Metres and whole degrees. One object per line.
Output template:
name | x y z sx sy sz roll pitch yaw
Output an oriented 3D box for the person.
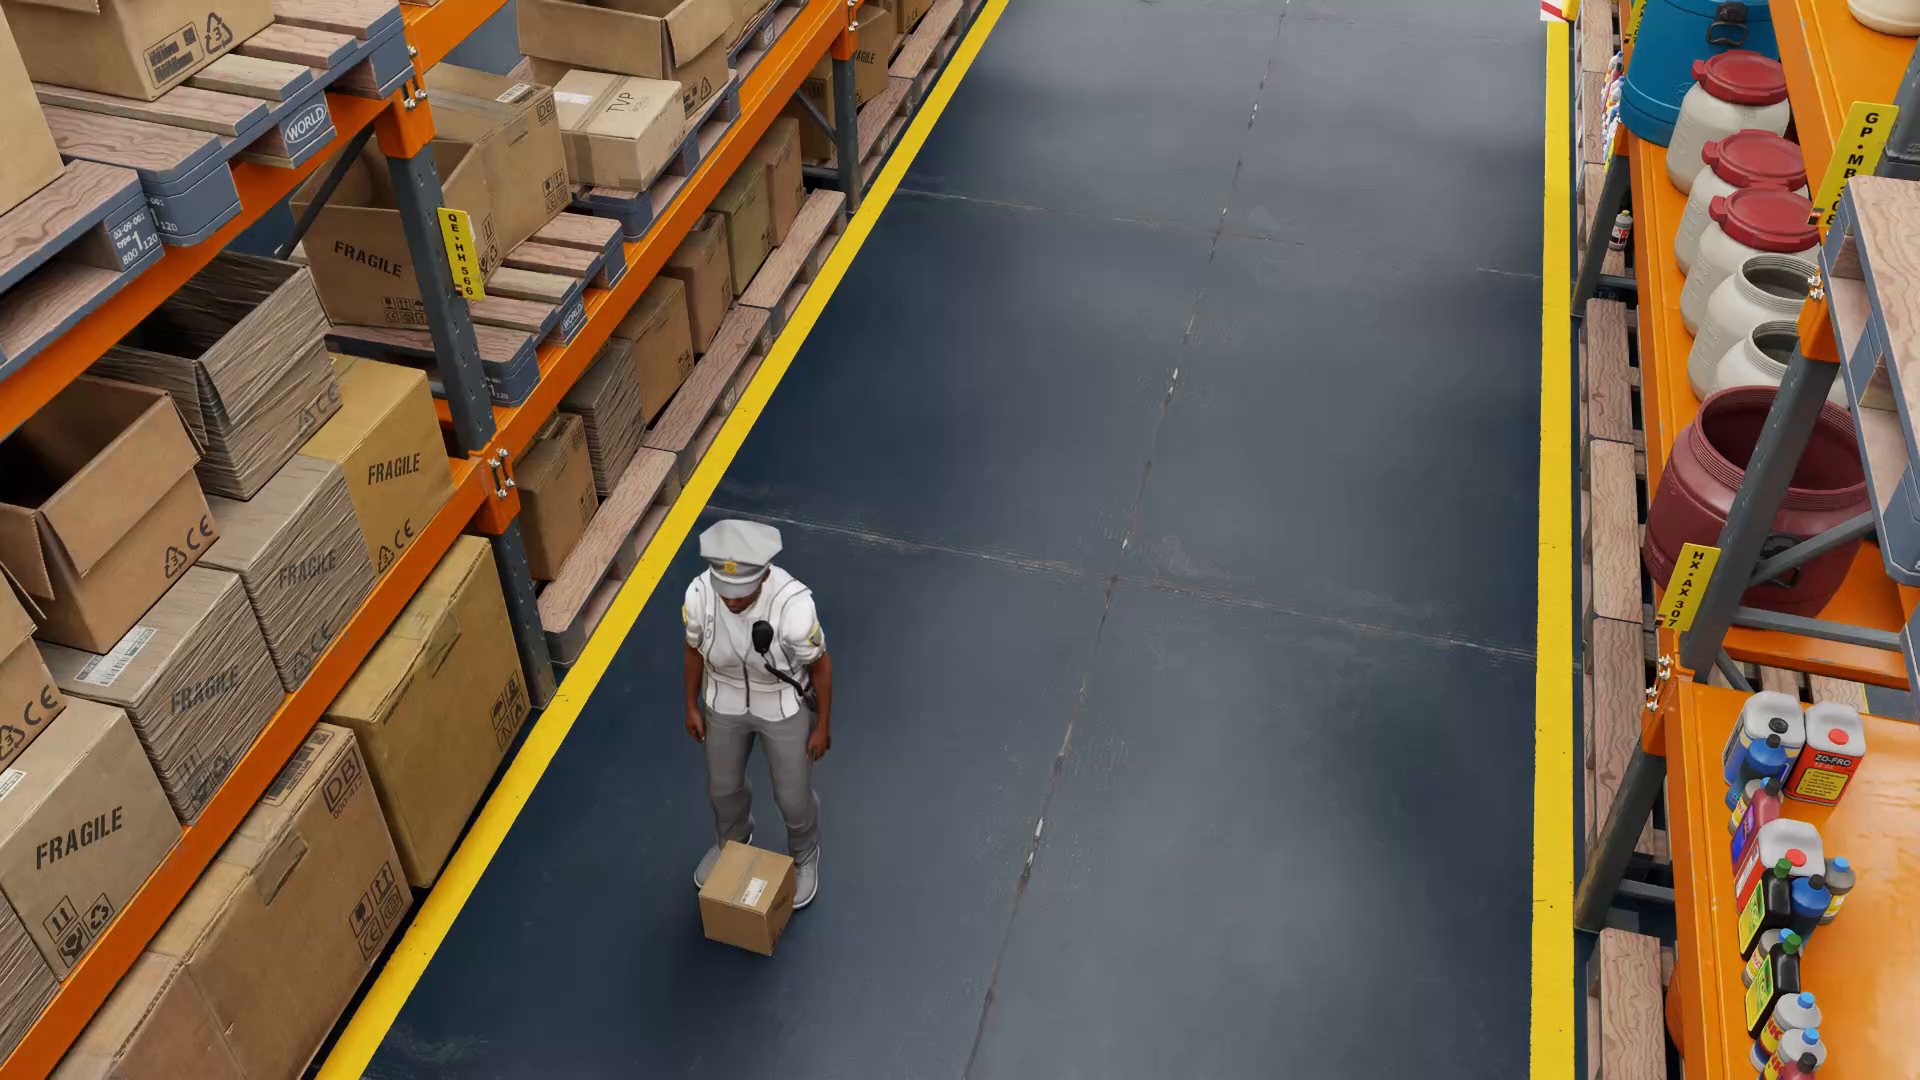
person | -0.679 0.566 5.510 0.532 1.664 0.391 8 42 9
